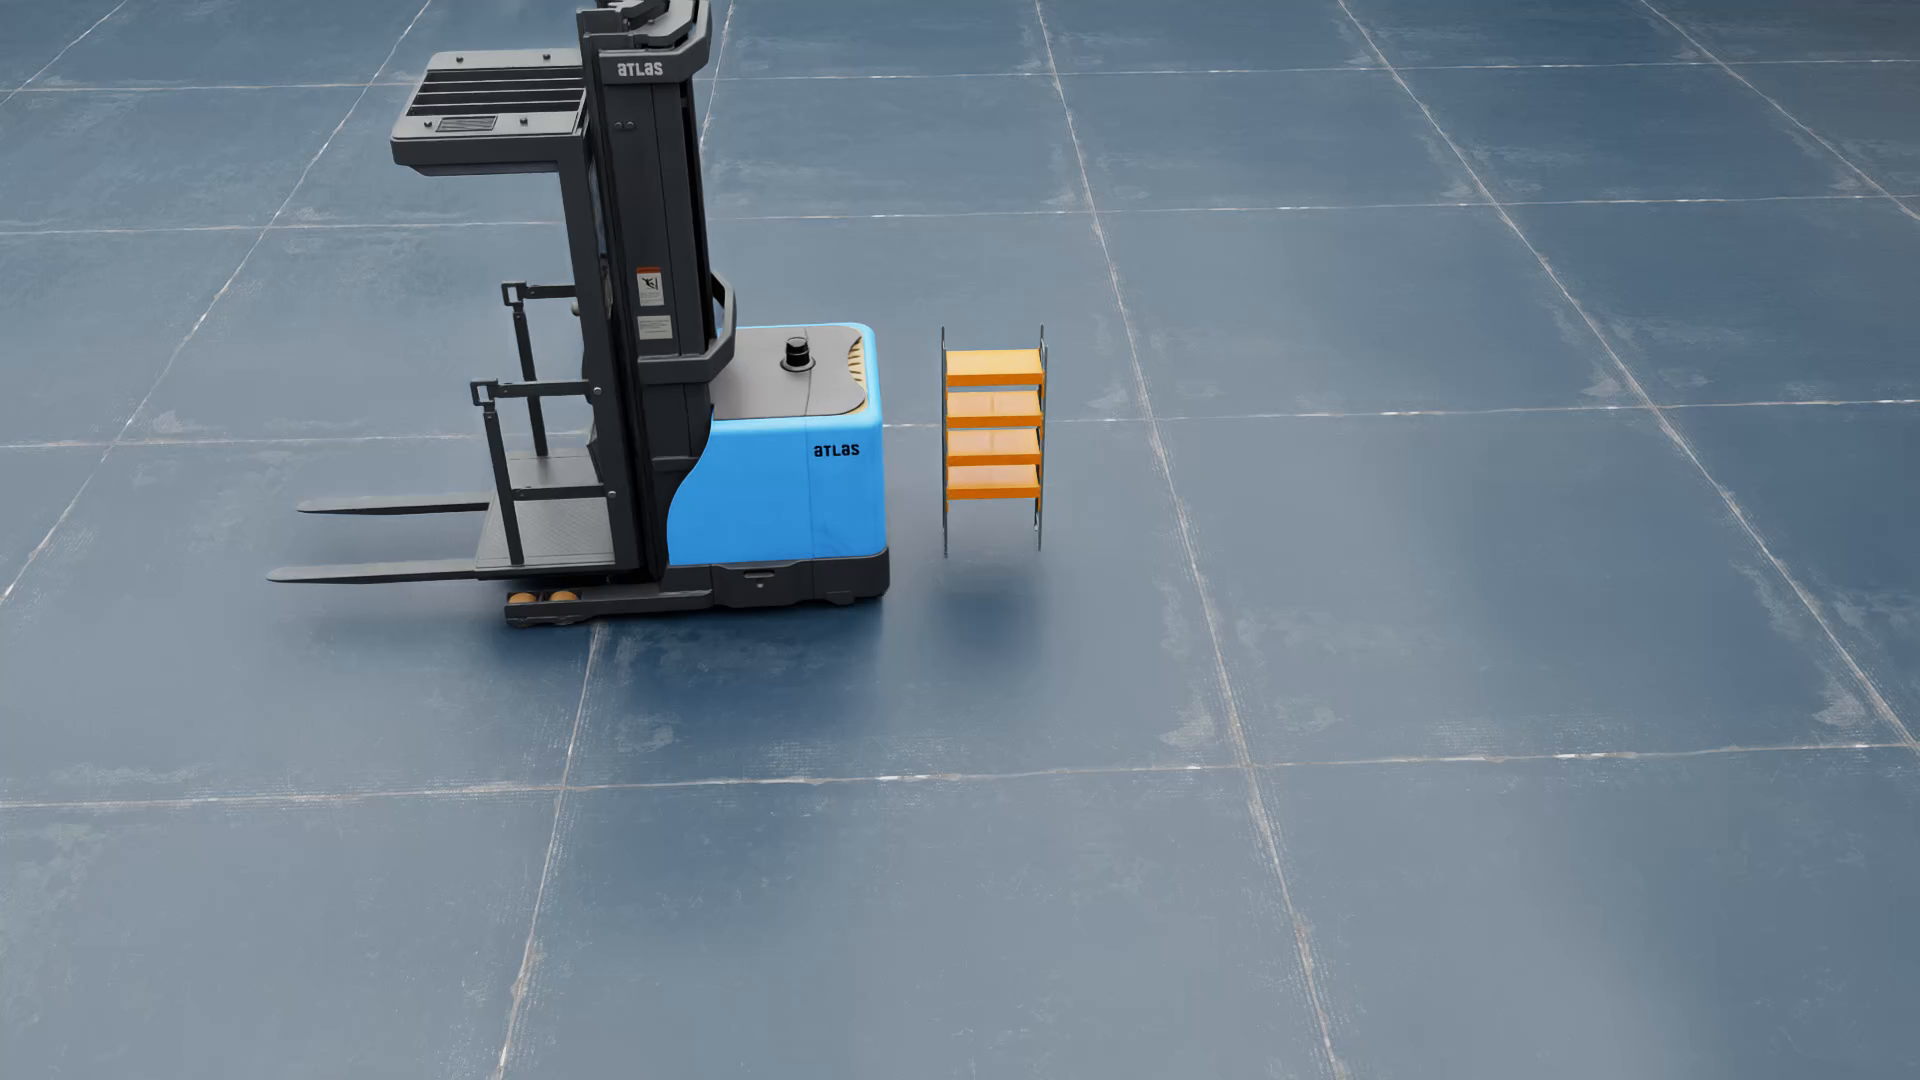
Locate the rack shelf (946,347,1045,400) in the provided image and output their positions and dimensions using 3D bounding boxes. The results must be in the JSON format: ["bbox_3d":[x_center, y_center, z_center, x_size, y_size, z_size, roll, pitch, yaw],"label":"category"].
[{"bbox_3d":[0.165,-0.821,8.191,0.480,0.148,0.258,-2,35,-2],"label":"rack shelf"}]

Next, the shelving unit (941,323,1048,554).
[{"bbox_3d":[0.165,-0.498,8.415,0.503,1.200,0.258,-2,35,-2],"label":"shelving unit"}]

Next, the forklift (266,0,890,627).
[{"bbox_3d":[-1.896,-1.094,7.755,3.031,2.935,1.130,-3,35,-4],"label":"forklift"}]

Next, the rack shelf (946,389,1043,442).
[{"bbox_3d":[0.165,-0.626,8.326,0.480,0.148,0.258,-2,35,-2],"label":"rack shelf"}]

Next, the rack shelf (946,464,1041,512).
[{"bbox_3d":[0.165,-0.279,8.566,0.480,0.148,0.258,-2,35,-2],"label":"rack shelf"}]

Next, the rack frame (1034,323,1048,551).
[{"bbox_3d":[0.409,-0.504,8.424,0.015,1.200,0.240,-2,35,-2],"label":"rack frame"}]

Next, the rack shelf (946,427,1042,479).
[{"bbox_3d":[0.165,-0.443,8.453,0.480,0.148,0.258,-2,35,-2],"label":"rack shelf"}]

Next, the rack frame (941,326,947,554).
[{"bbox_3d":[-0.078,-0.491,8.405,0.015,1.200,0.240,-2,35,-2],"label":"rack frame"}]
